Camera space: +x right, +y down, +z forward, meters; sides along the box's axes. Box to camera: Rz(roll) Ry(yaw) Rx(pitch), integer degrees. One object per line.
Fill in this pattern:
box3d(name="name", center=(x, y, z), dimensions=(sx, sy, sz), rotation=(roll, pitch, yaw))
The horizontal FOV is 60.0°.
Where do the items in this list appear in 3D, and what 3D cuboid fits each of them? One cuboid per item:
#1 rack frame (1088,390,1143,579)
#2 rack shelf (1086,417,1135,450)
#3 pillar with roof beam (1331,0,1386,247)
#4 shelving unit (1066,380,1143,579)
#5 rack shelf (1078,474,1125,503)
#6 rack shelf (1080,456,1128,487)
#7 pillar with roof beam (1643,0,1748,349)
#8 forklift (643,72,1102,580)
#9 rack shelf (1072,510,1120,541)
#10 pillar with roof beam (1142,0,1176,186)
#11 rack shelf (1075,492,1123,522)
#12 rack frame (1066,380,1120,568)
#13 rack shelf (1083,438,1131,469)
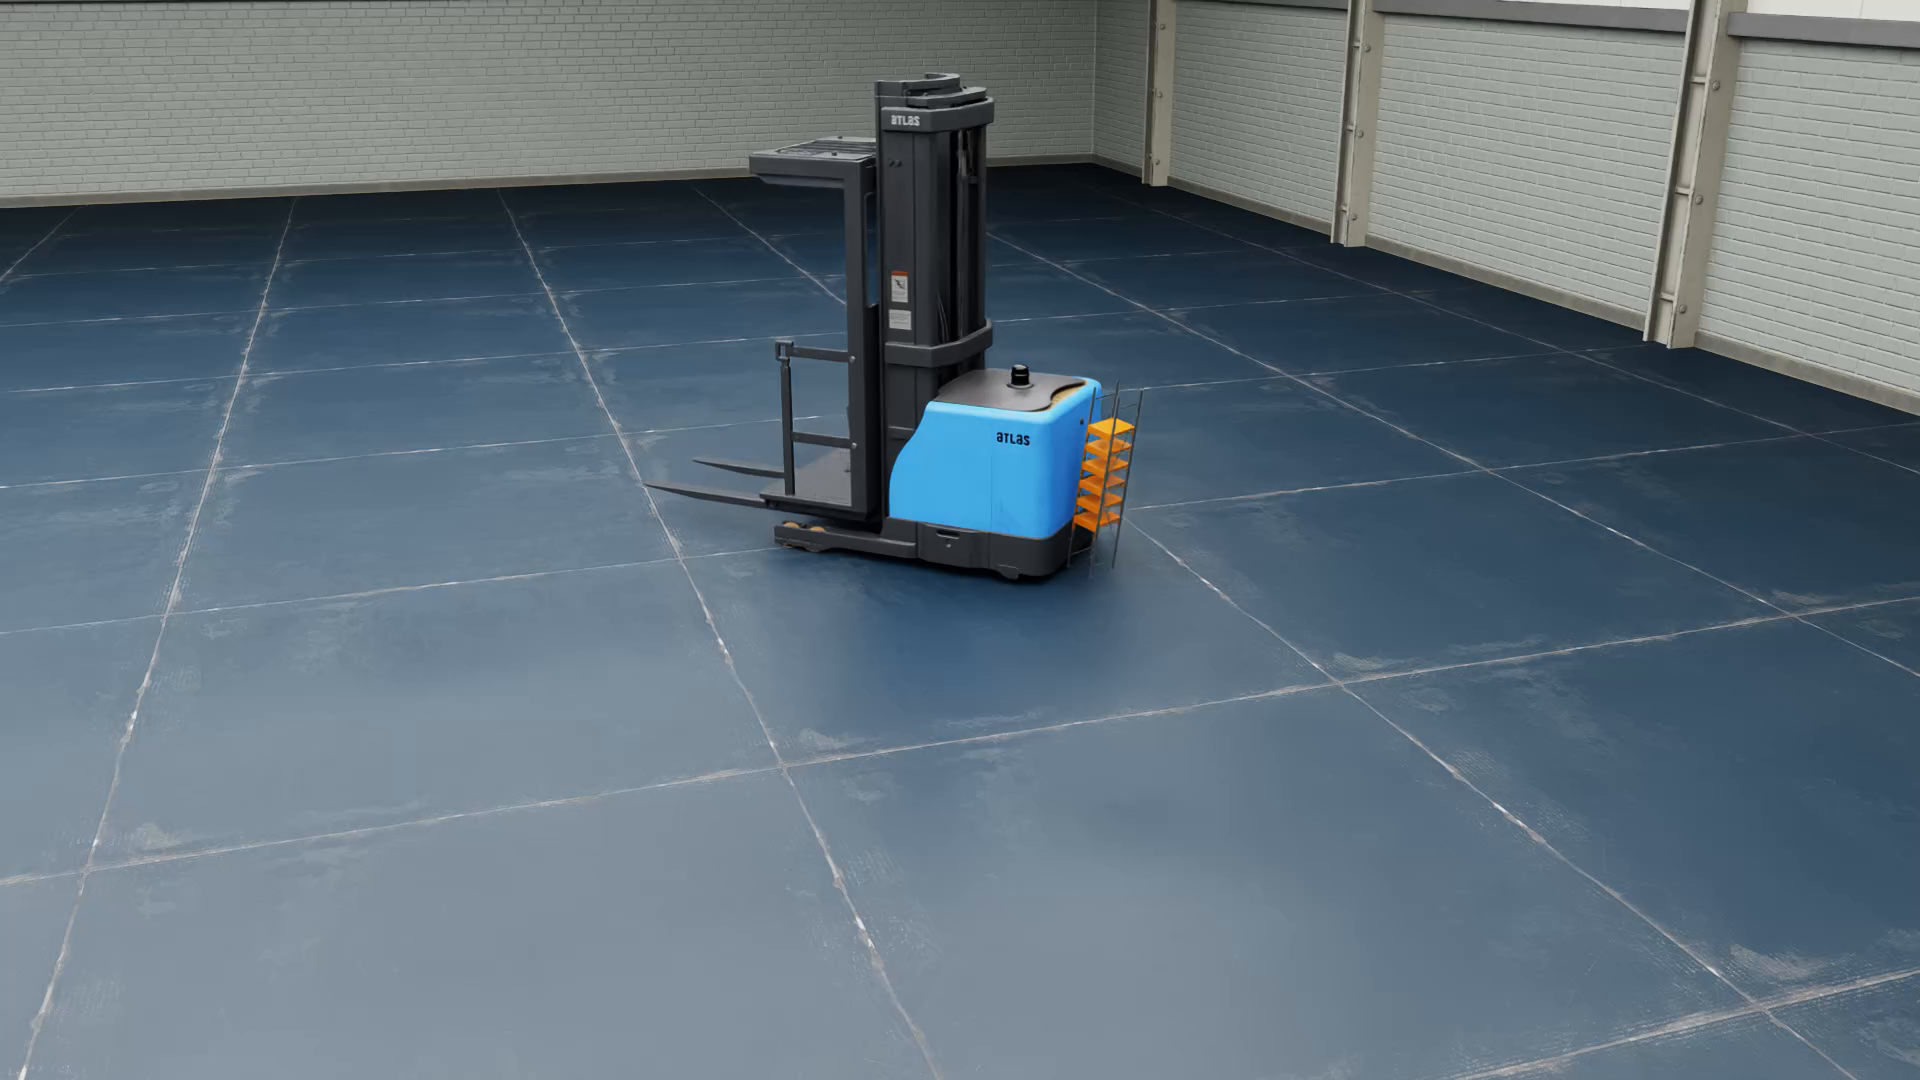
box3d(name="rack frame", center=(0.941, -0.326, 10.066), dimensions=(0.006, 1.200, 0.240), rotation=(28, 33, 37))
box3d(name="rack shelf", center=(0.909, -0.643, 9.984), dimensions=(0.180, 0.103, 0.258), rotation=(28, 33, 37))
box3d(name="pillar with roof beam", center=(0.970, -7.630, 18.848), dimensions=(9.100, 9.000, 0.400), rotation=(-6, 21, -17))
box3d(name="shelving unit", center=(0.876, -0.360, 10.120), dimensions=(0.189, 1.200, 0.258), rotation=(28, 33, 37))
box3d(name="rack shelf", center=(0.871, -0.320, 10.139), dimensions=(0.180, 0.103, 0.258), rotation=(28, 33, 37))
box3d(name="rack shelf", center=(0.884, -0.428, 10.088), dimensions=(0.180, 0.103, 0.258), rotation=(28, 33, 37))
box3d(name="pillar with roof beam", center=(2.856, -5.705, 13.488), dimensions=(9.100, 9.000, 0.400), rotation=(-6, 21, -17))
box3d(name="forklift", center=(-0.648, -1.450, 10.619), dimensions=(3.031, 2.935, 1.130), rotation=(9, 21, 22))
box3d(name="rack shelf", center=(0.845, -0.105, 10.243), dimensions=(0.180, 0.103, 0.258), rotation=(28, 33, 37))
box3d(name="pillar with roof beam", center=(-0.916, -9.556, 24.209), dimensions=(9.100, 9.000, 0.400), rotation=(-6, 21, -17))
box3d(name="rack shelf", center=(0.858, -0.213, 10.191), dimensions=(0.180, 0.103, 0.258), rotation=(28, 33, 37))
box3d(name="rack frame", center=(0.810, -0.394, 10.175), dimensions=(0.006, 1.200, 0.240), rotation=(28, 33, 37))
box3d(name="rack shelf", center=(0.897, -0.535, 10.036), dimensions=(0.180, 0.103, 0.258), rotation=(28, 33, 37))
